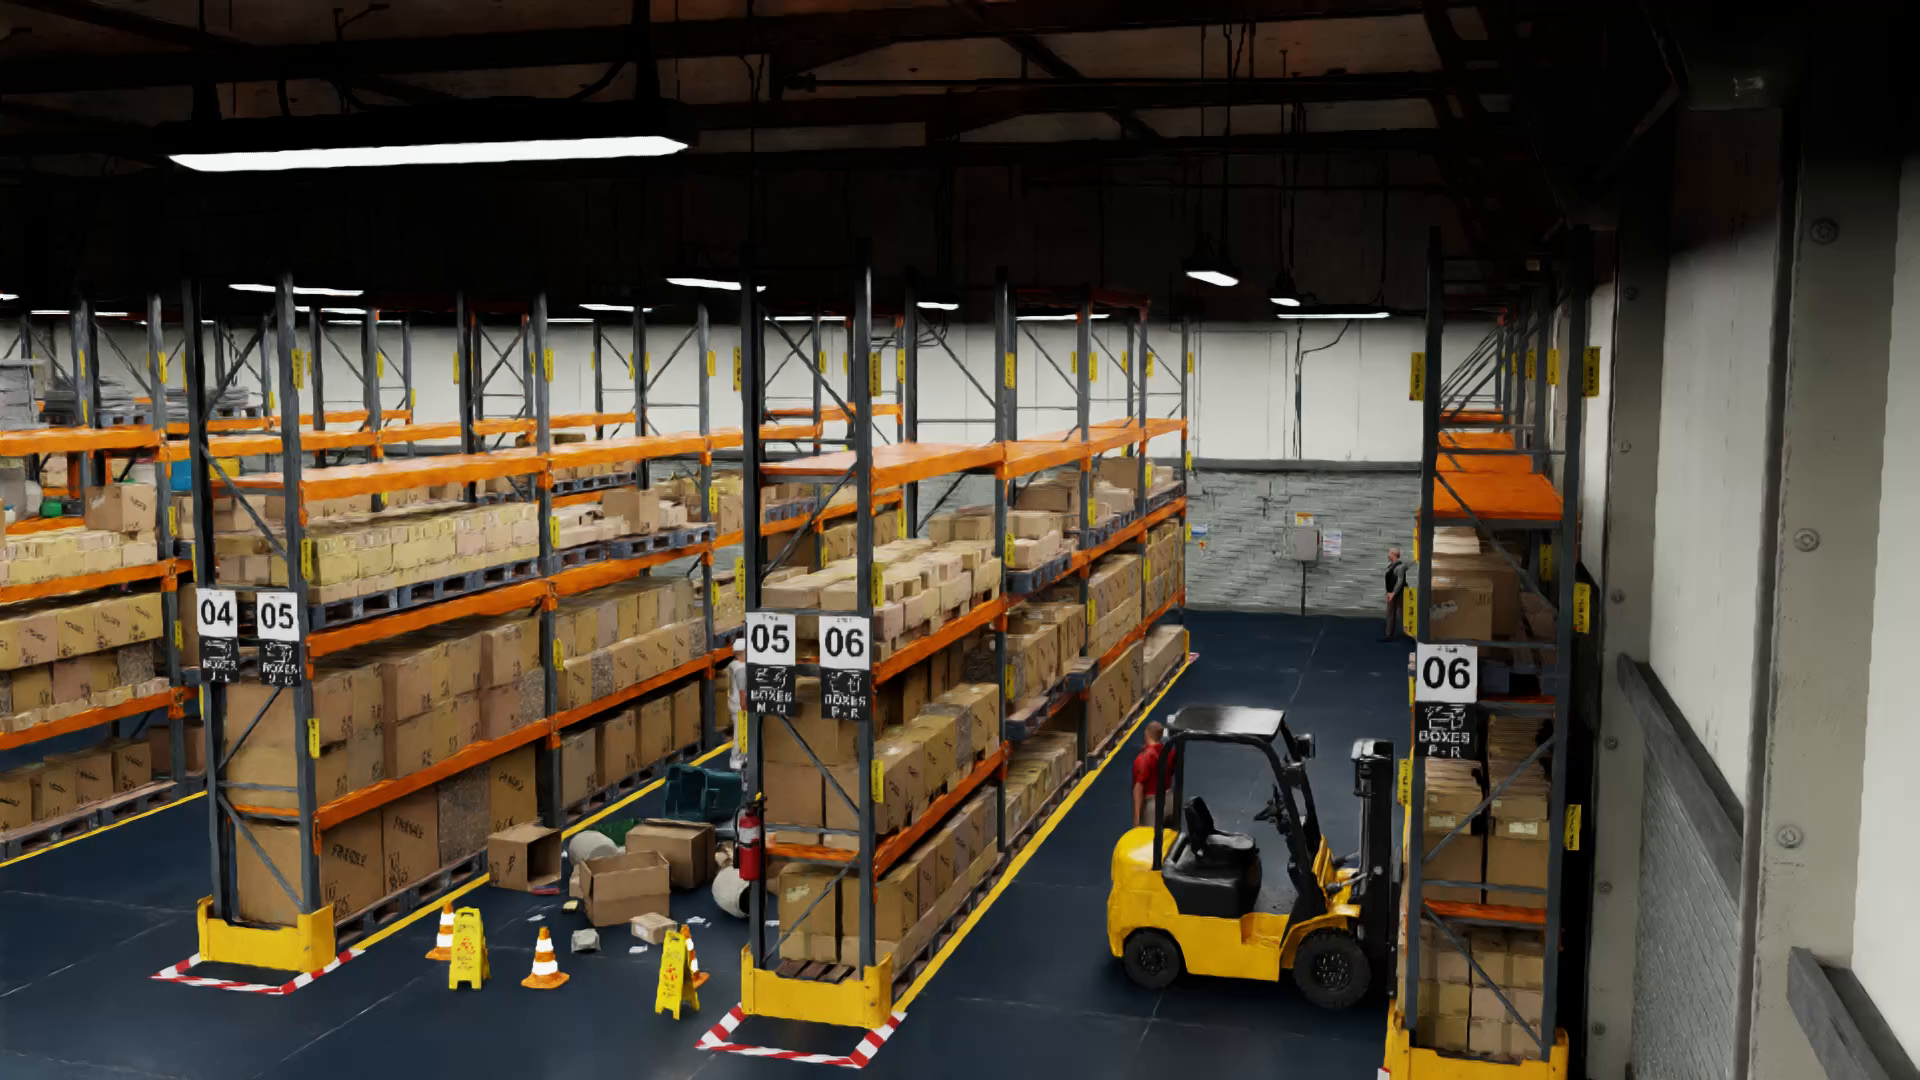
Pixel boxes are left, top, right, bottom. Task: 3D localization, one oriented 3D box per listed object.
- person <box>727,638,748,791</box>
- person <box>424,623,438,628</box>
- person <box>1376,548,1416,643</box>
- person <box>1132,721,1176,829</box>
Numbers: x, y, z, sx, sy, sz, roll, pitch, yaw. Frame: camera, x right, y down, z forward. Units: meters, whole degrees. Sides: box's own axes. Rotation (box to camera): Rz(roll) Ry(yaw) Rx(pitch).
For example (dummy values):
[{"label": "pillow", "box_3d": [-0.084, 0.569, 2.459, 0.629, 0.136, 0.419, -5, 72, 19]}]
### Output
[{"label": "person", "box_3d": [-2.546, 2.048, 19.802, 0.454, 1.788, 0.593, -2, 7, -15]}, {"label": "person", "box_3d": [-7.026, 1.826, 22.352, 0.422, 1.677, 0.494, -1, 7, -13]}, {"label": "person", "box_3d": [7.854, 0.990, 29.784, 0.701, 1.718, 0.555, -1, 7, -12]}, {"label": "person", "box_3d": [1.776, 2.548, 15.675, 0.502, 1.731, 0.588, 6, 9, 44]}]
